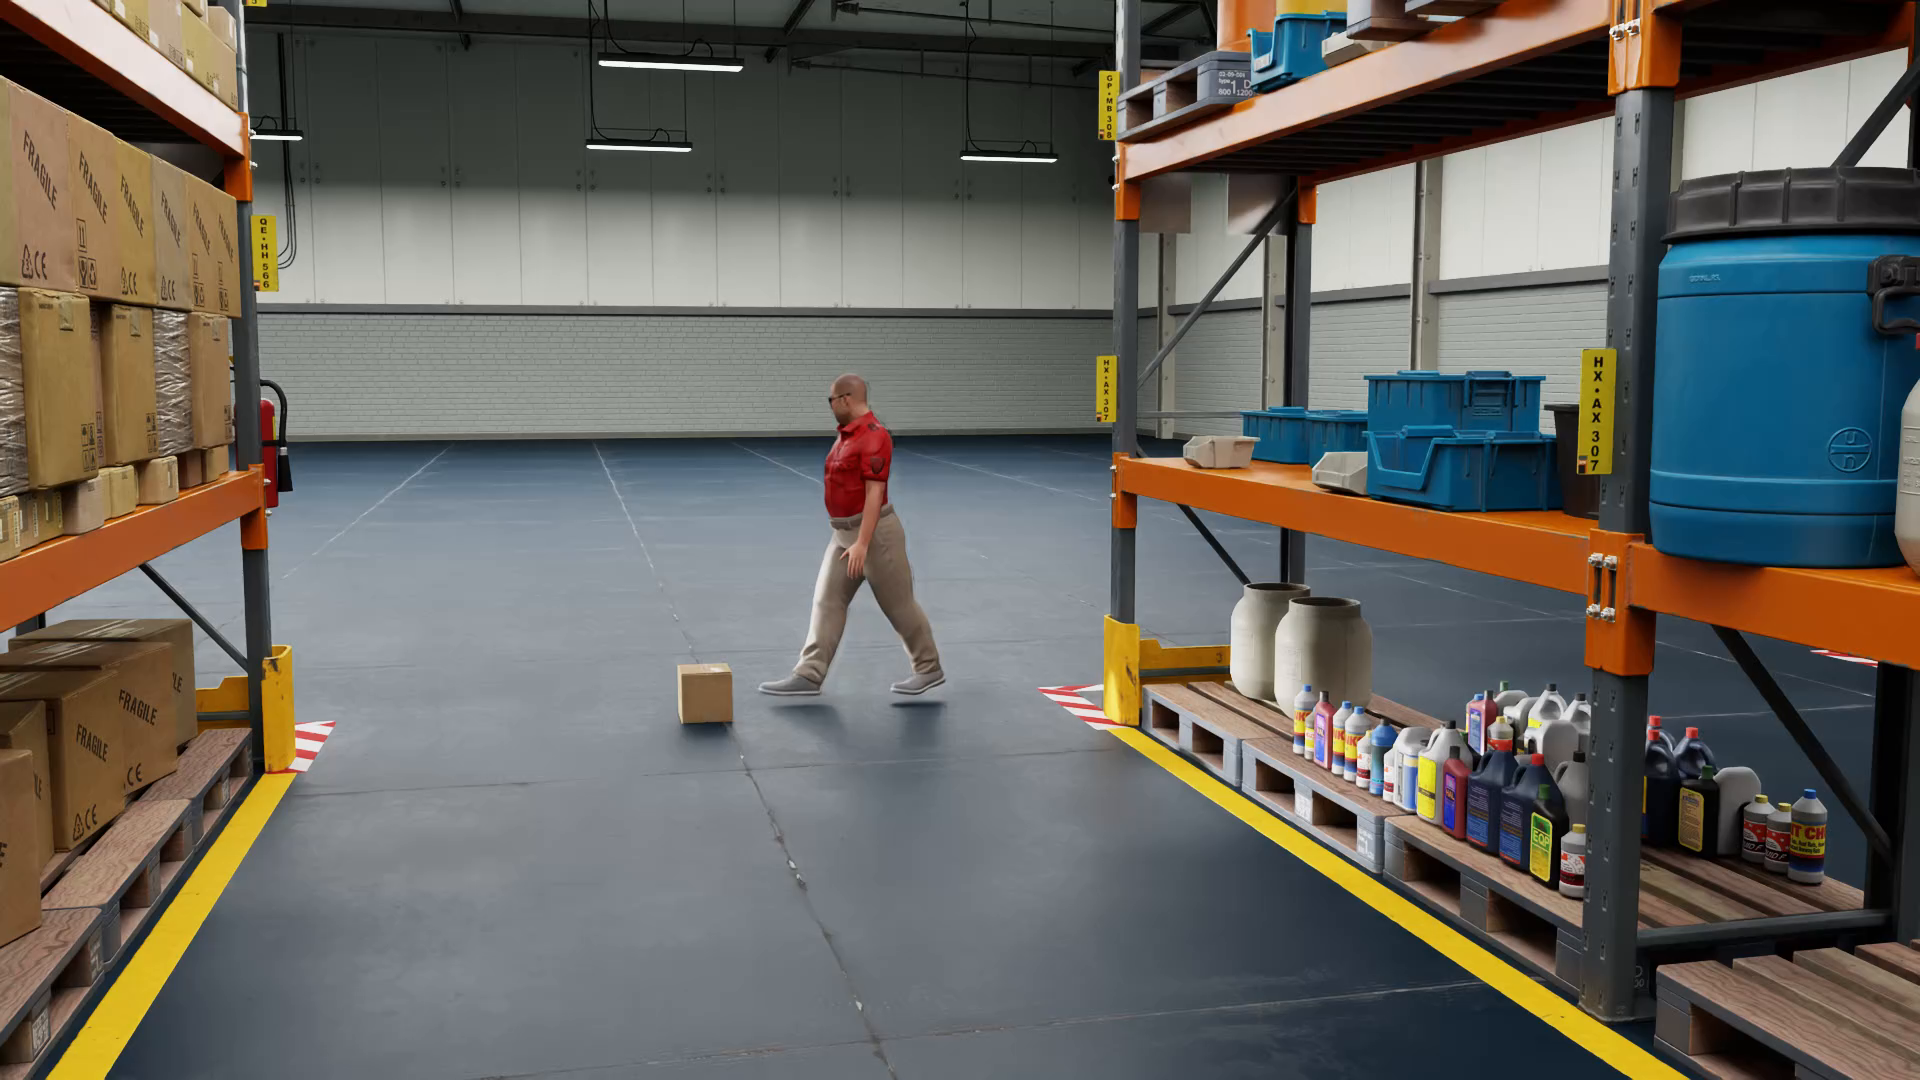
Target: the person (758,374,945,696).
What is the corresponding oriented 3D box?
[{"bbox_3d":[-0.539,-0.017,8.585,0.956,1.676,0.547,-3,7,-30],"label":"person"}]
